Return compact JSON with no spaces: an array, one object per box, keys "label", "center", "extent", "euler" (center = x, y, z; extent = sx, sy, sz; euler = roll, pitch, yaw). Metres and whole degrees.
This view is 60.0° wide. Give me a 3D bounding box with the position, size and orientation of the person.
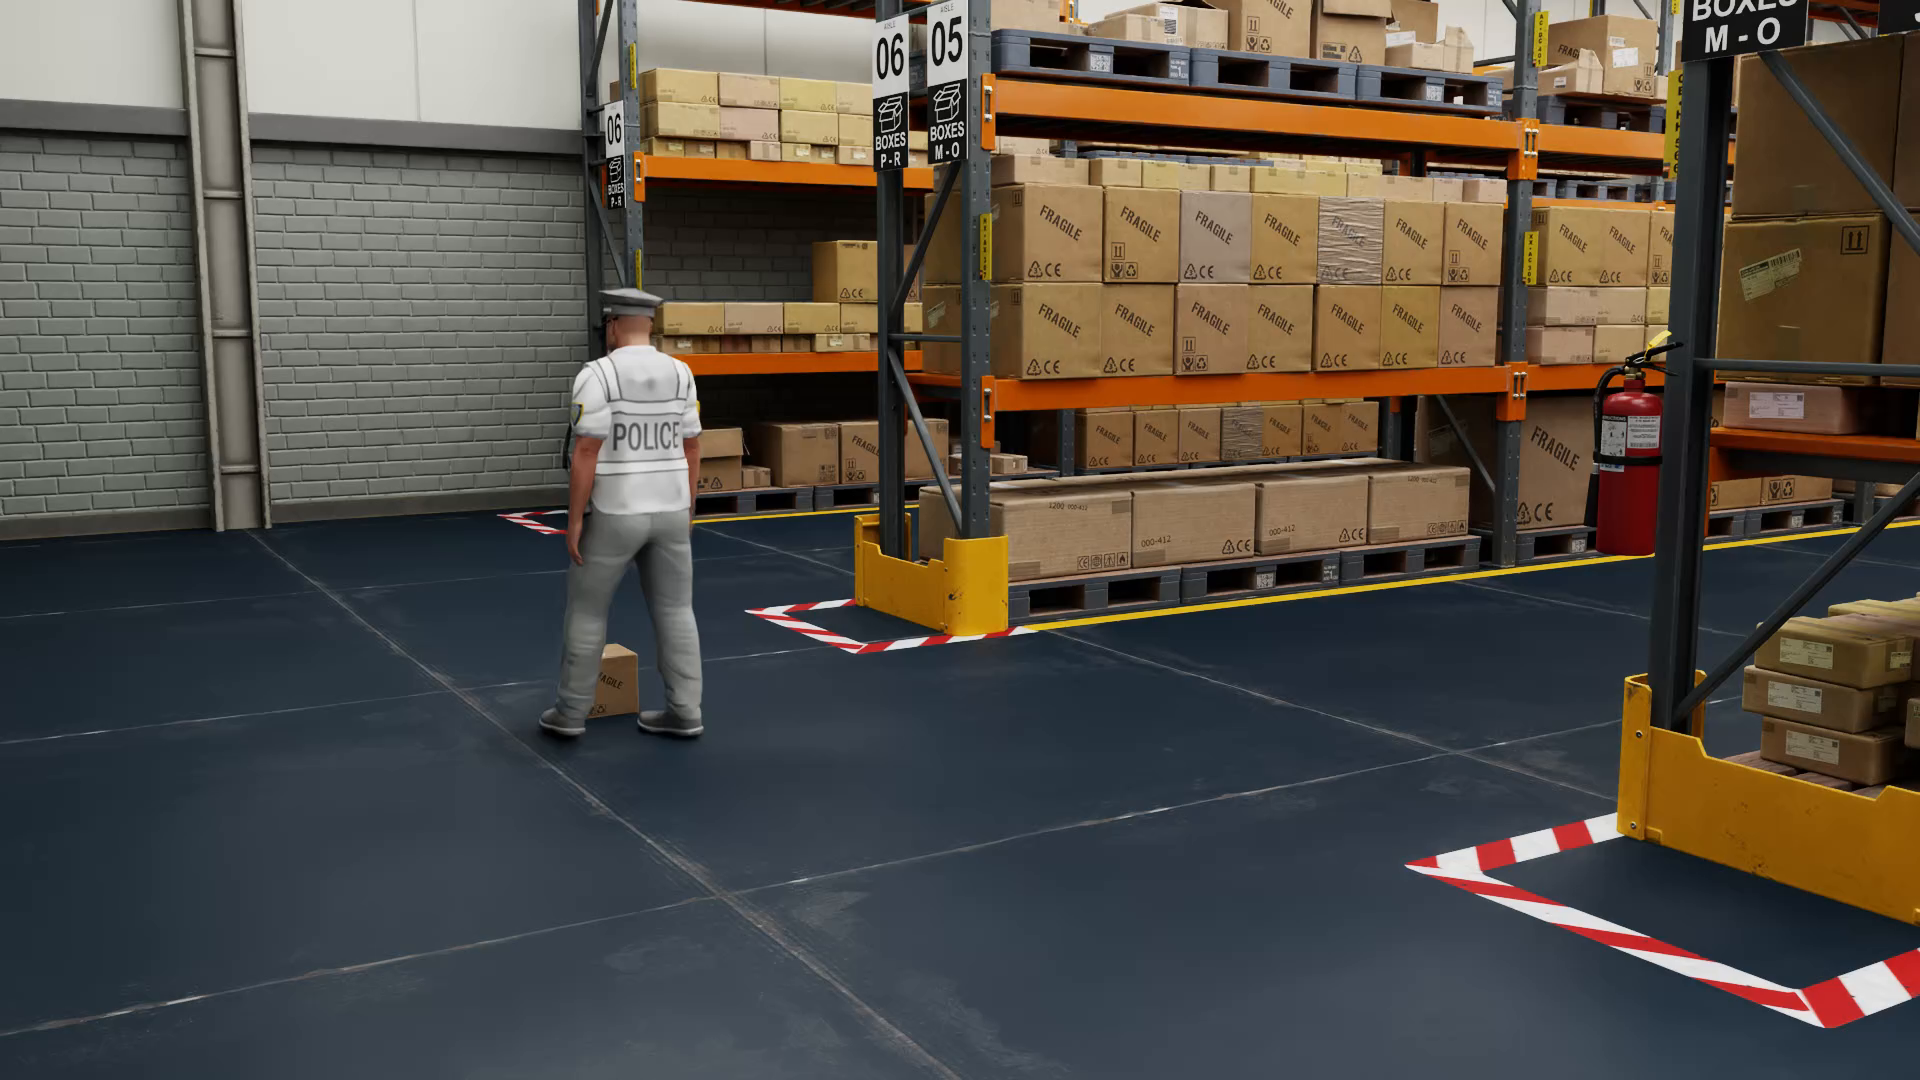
[{"label":"person","center":[-1.332,-0.106,6.504],"extent":[0.569,1.742,0.590],"euler":[-6,10,-38]}]
